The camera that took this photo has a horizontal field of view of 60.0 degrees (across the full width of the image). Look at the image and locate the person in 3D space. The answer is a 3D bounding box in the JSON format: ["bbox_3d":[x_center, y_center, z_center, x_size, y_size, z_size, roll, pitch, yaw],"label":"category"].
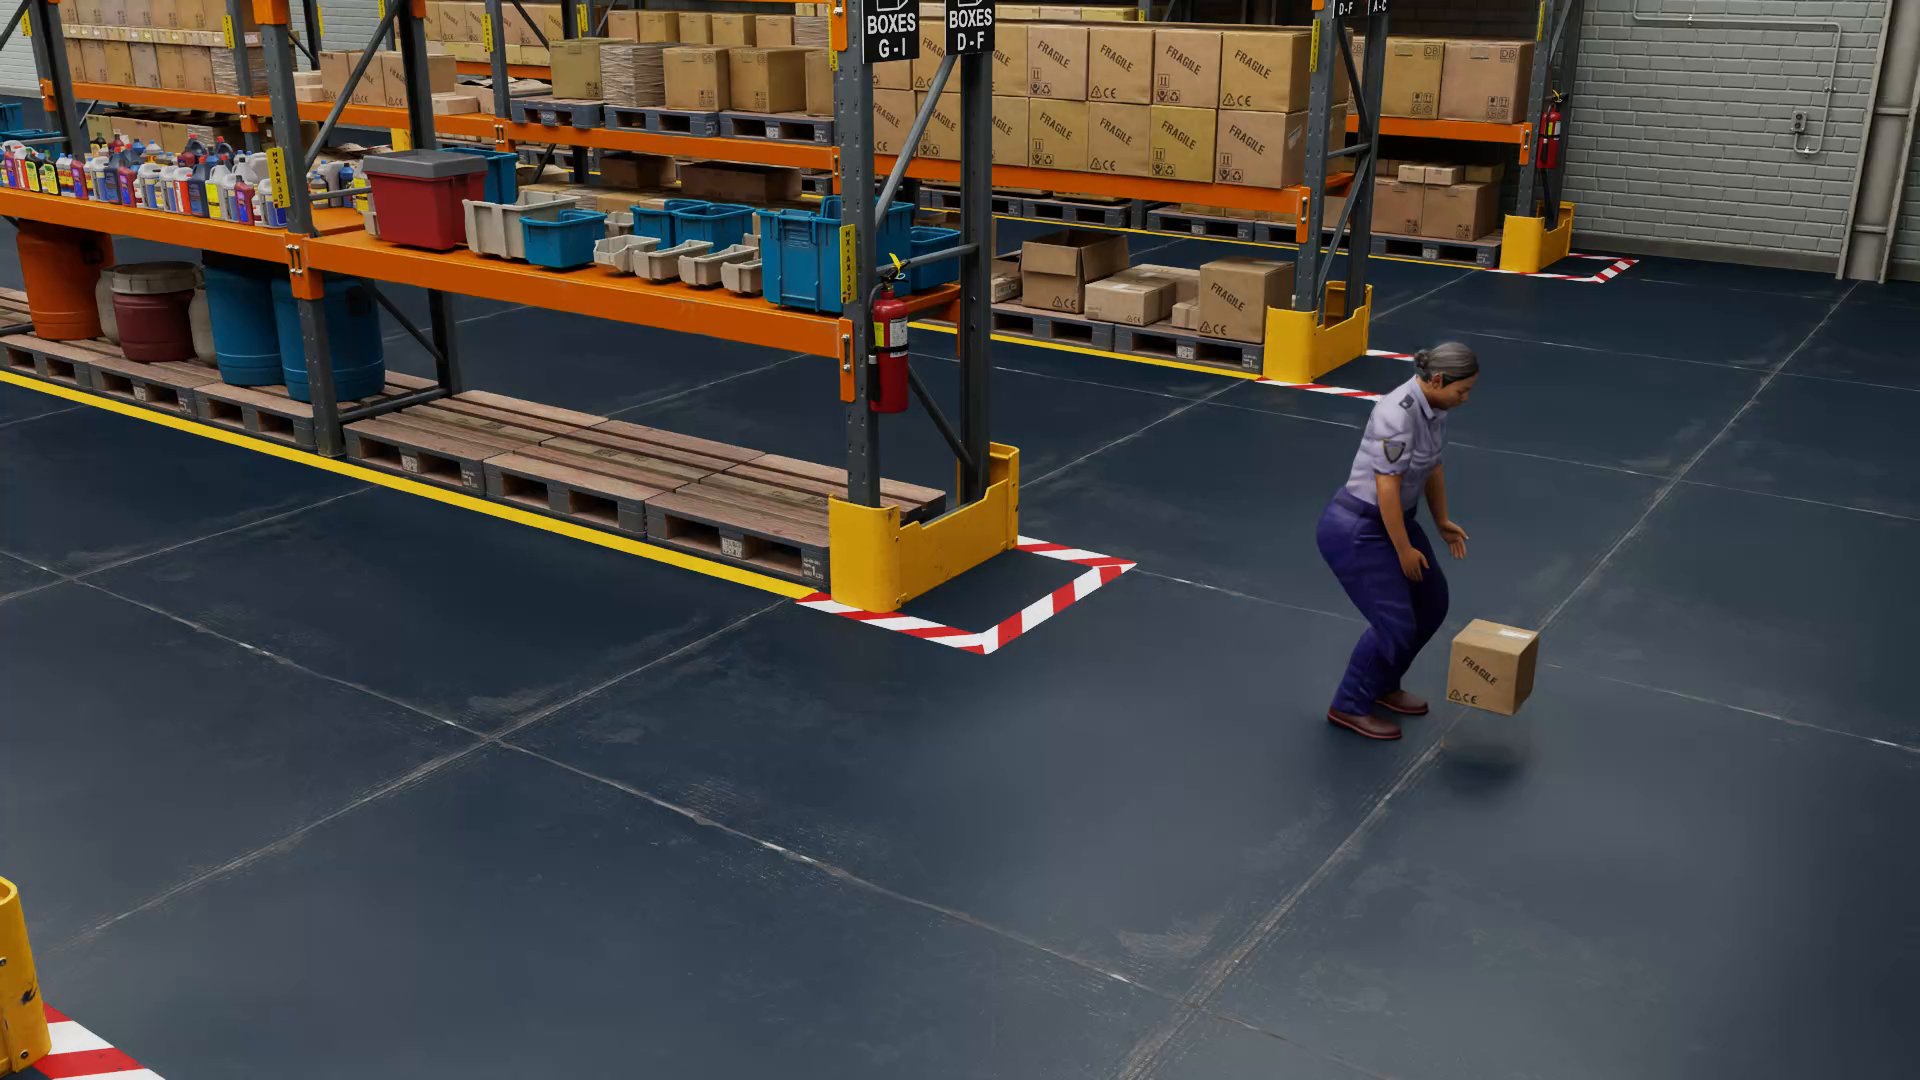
[{"bbox_3d":[1.658,-0.025,6.357,0.507,1.529,0.519,14,24,34],"label":"person"}]
